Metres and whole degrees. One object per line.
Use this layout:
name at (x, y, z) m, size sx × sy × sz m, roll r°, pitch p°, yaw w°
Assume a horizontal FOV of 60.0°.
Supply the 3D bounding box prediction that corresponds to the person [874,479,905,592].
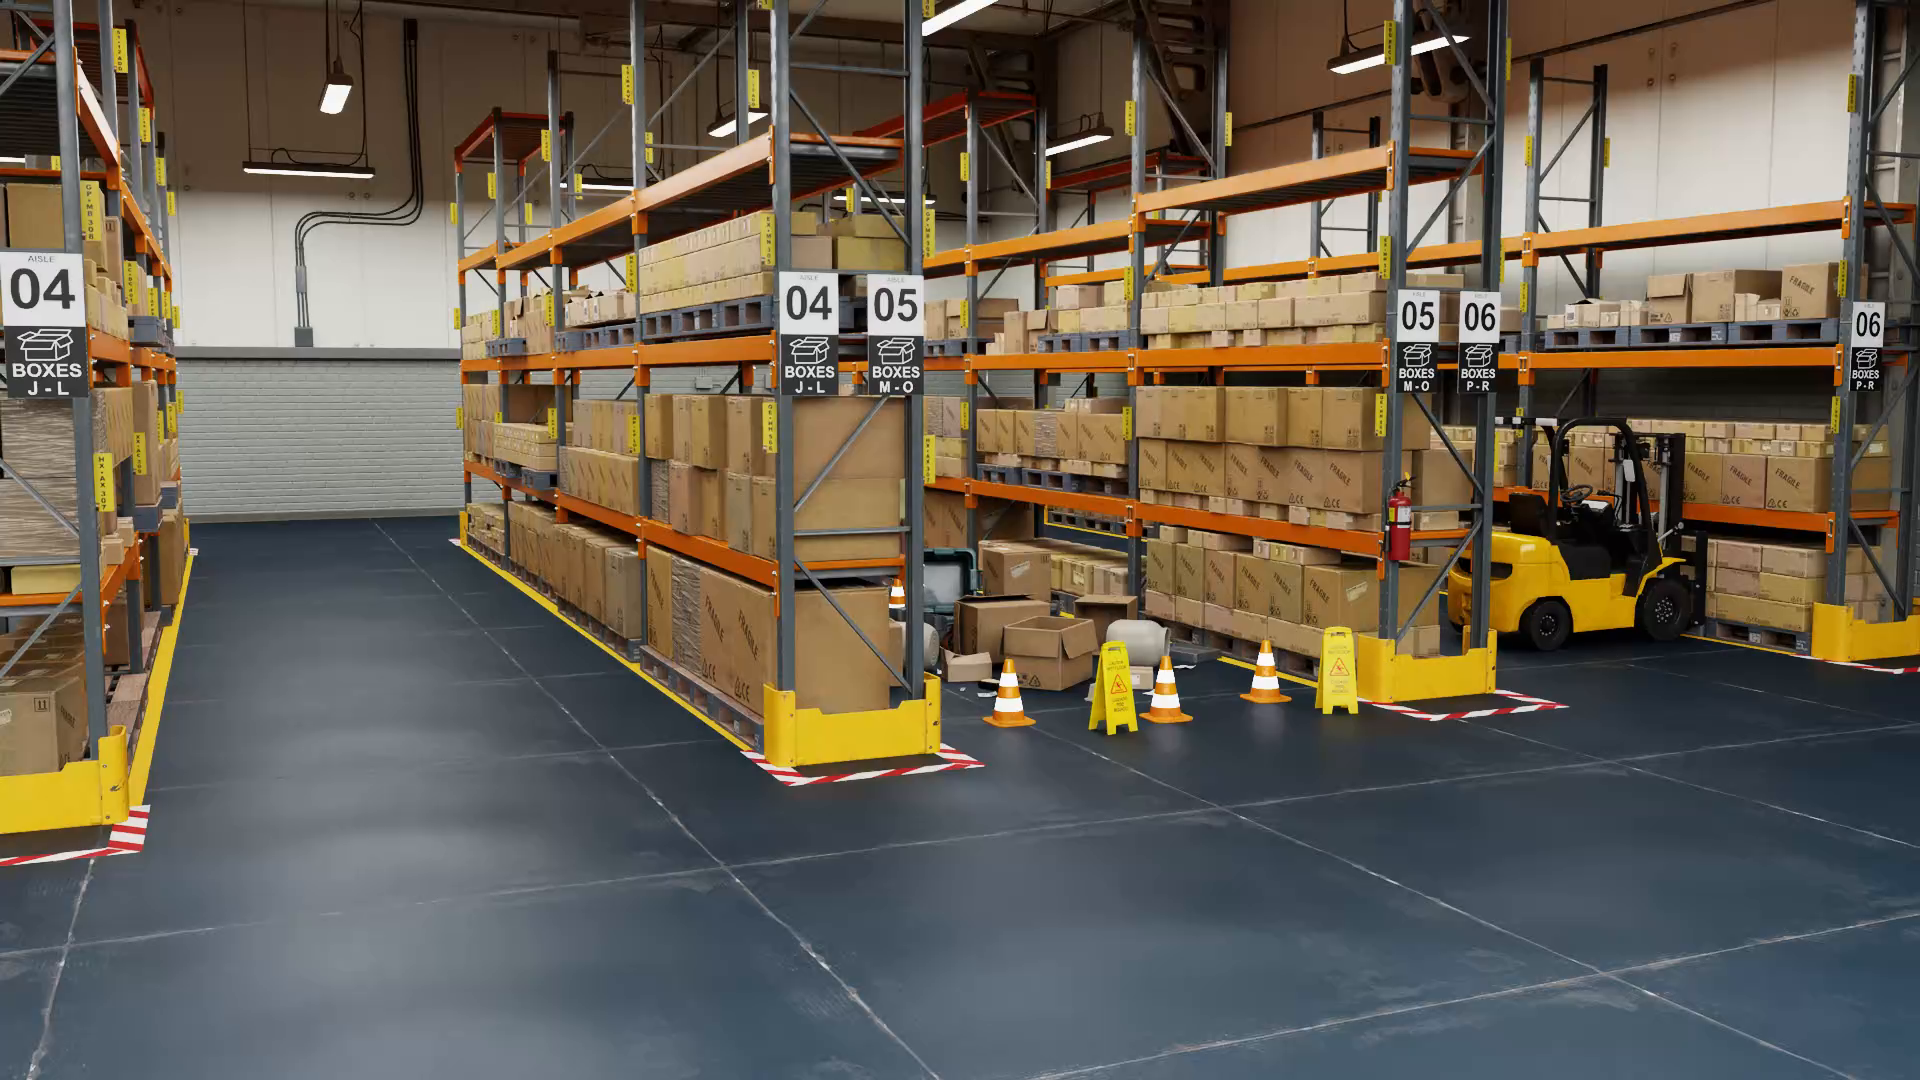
person at (-0.767, -0.197, 19.629) m, size 0.459 × 1.705 × 0.722 m, roll -2°, pitch 6°, yaw -21°
